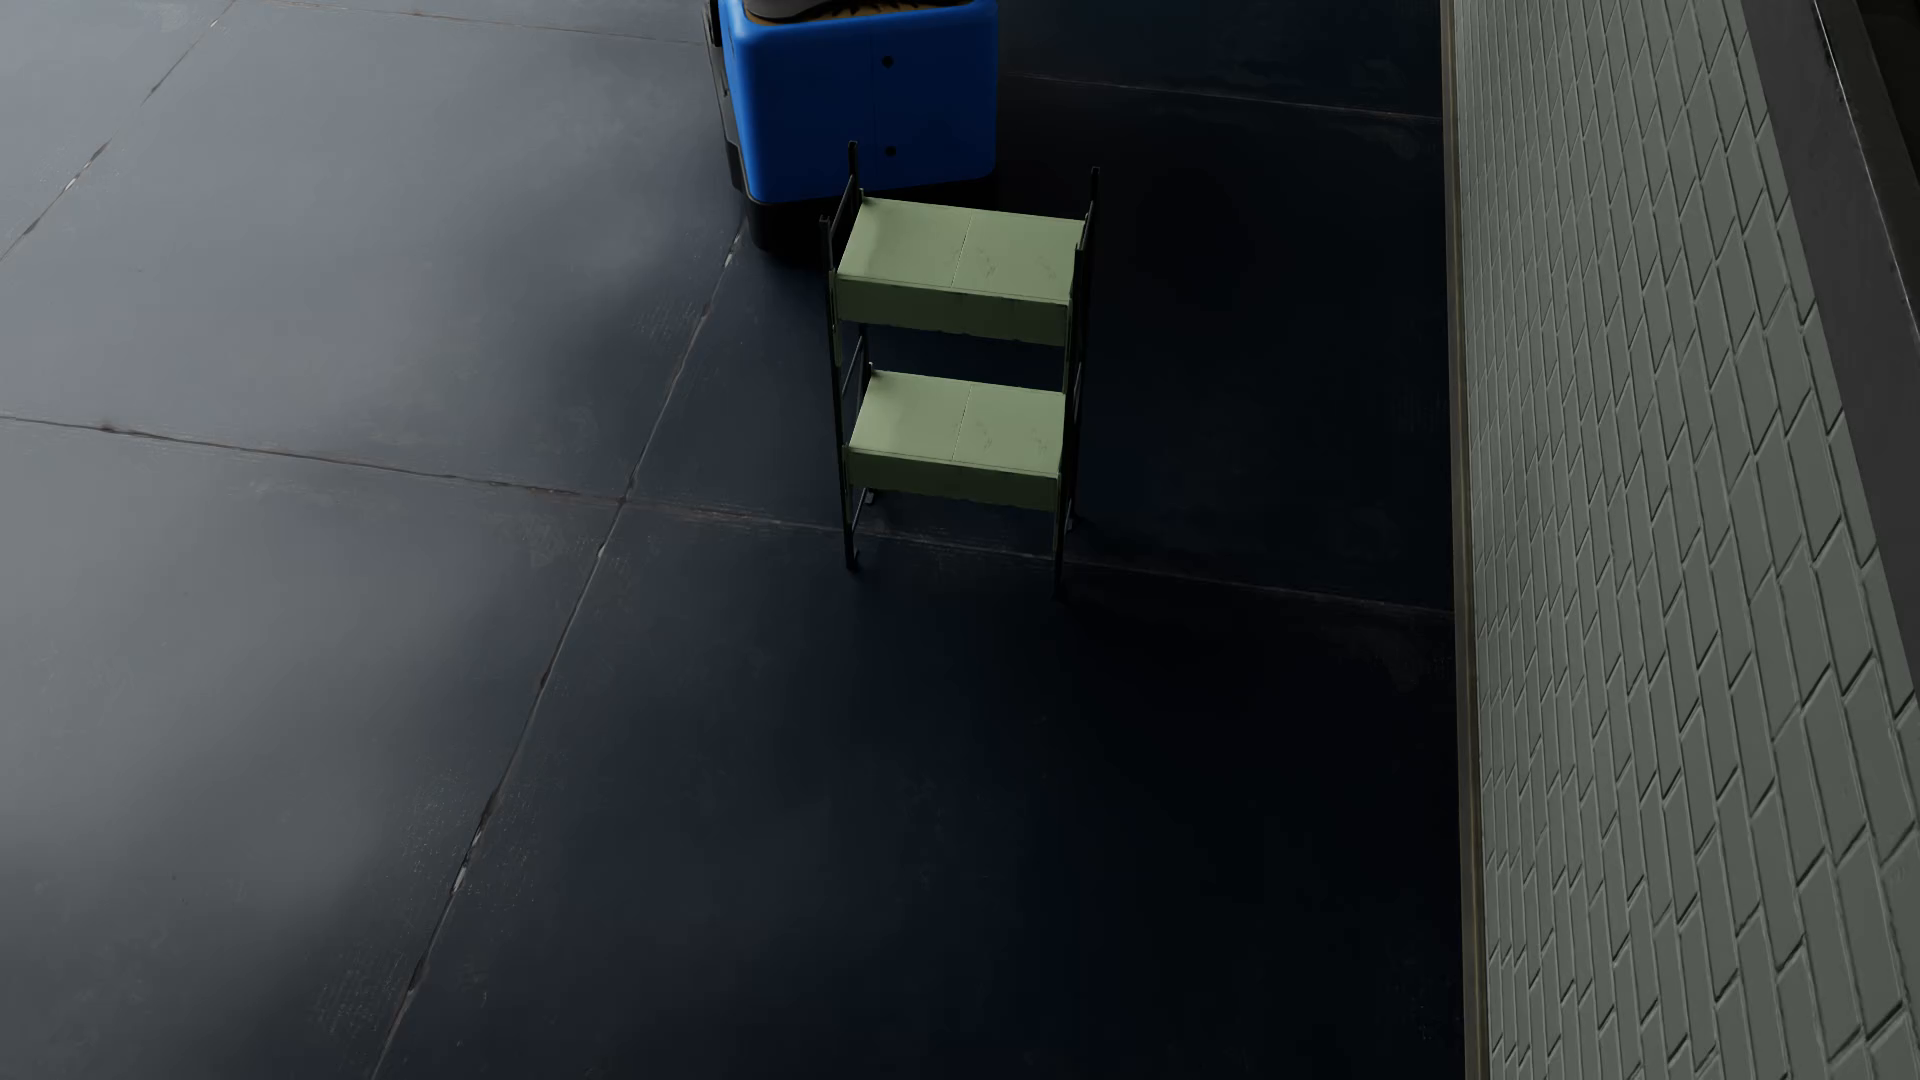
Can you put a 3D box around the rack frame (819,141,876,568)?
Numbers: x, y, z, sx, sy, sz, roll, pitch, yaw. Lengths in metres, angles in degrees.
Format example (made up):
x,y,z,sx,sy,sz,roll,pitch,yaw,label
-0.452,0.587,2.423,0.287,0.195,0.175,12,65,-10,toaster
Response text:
x,y,z,sx,sy,sz,roll,pitch,yaw,label
-0.354,-0.549,5.412,0.023,1.500,0.400,8,49,7,rack frame

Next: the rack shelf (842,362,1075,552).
x,y,z,sx,sy,sz,roll,pitch,yaw,label
0.007,-0.283,5.611,0.720,0.370,0.431,8,49,7,rack shelf

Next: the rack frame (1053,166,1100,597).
x,y,z,sx,sy,sz,roll,pitch,yaw,label
0.367,-0.452,5.325,0.023,1.500,0.400,8,49,7,rack frame

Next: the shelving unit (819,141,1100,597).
x,y,z,sx,sy,sz,roll,pitch,yaw,label
0.007,-0.500,5.368,0.755,1.500,0.431,8,49,7,shelving unit

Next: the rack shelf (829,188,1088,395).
x,y,z,sx,sy,sz,roll,pitch,yaw,label
0.007,-0.761,5.078,0.720,0.370,0.431,8,49,7,rack shelf

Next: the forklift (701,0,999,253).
x,y,z,sx,sy,sz,roll,pitch,yaw,label
-0.635,-3.290,6.913,1.130,2.935,3.031,-9,49,-8,forklift
